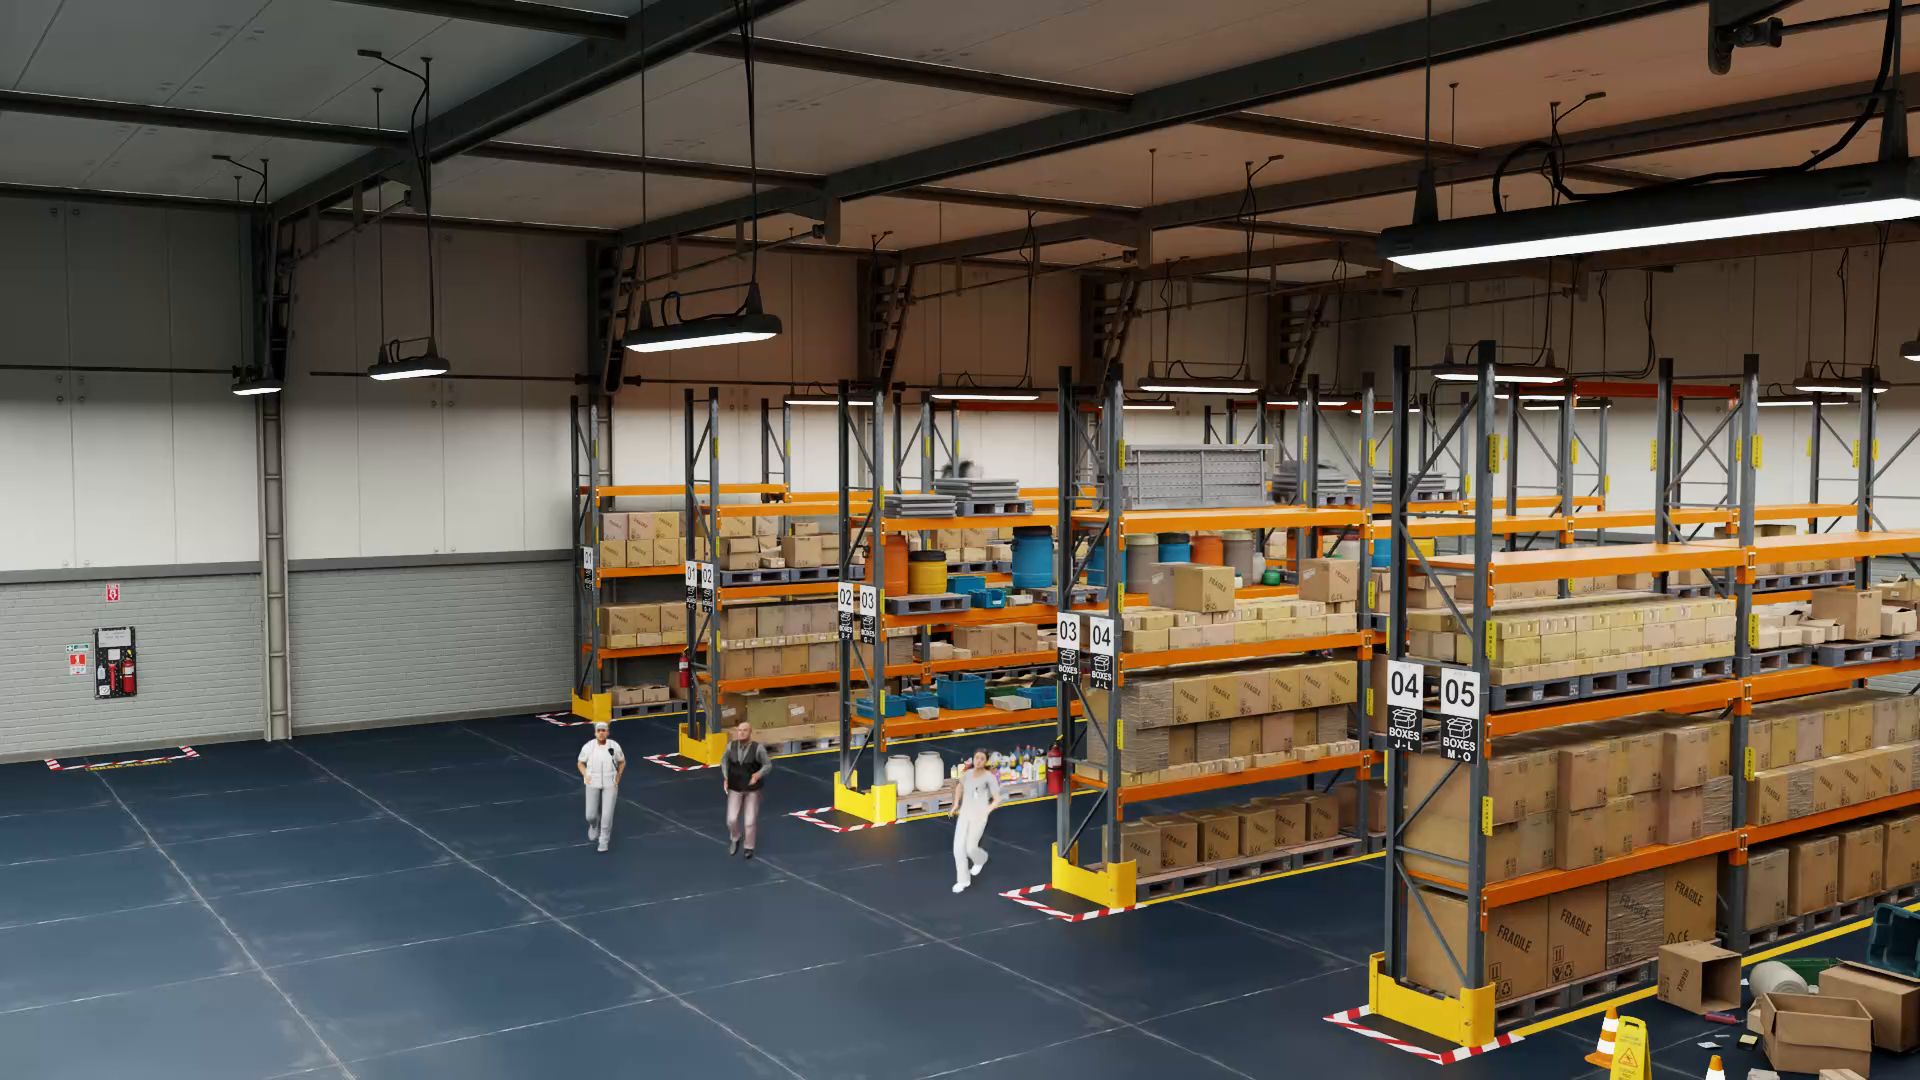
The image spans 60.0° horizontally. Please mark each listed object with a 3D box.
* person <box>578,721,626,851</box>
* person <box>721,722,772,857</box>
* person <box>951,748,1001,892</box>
[{"bbox_3d":[-4.524,3.091,20.997,0.583,1.621,0.544,-1,4,-13],"label":"person"},{"bbox_3d":[-2.643,3.084,20.428,0.664,1.690,0.626,0,3,2],"label":"person"},{"bbox_3d":[0.205,3.203,19.193,0.608,1.641,0.662,2,4,29],"label":"person"}]
